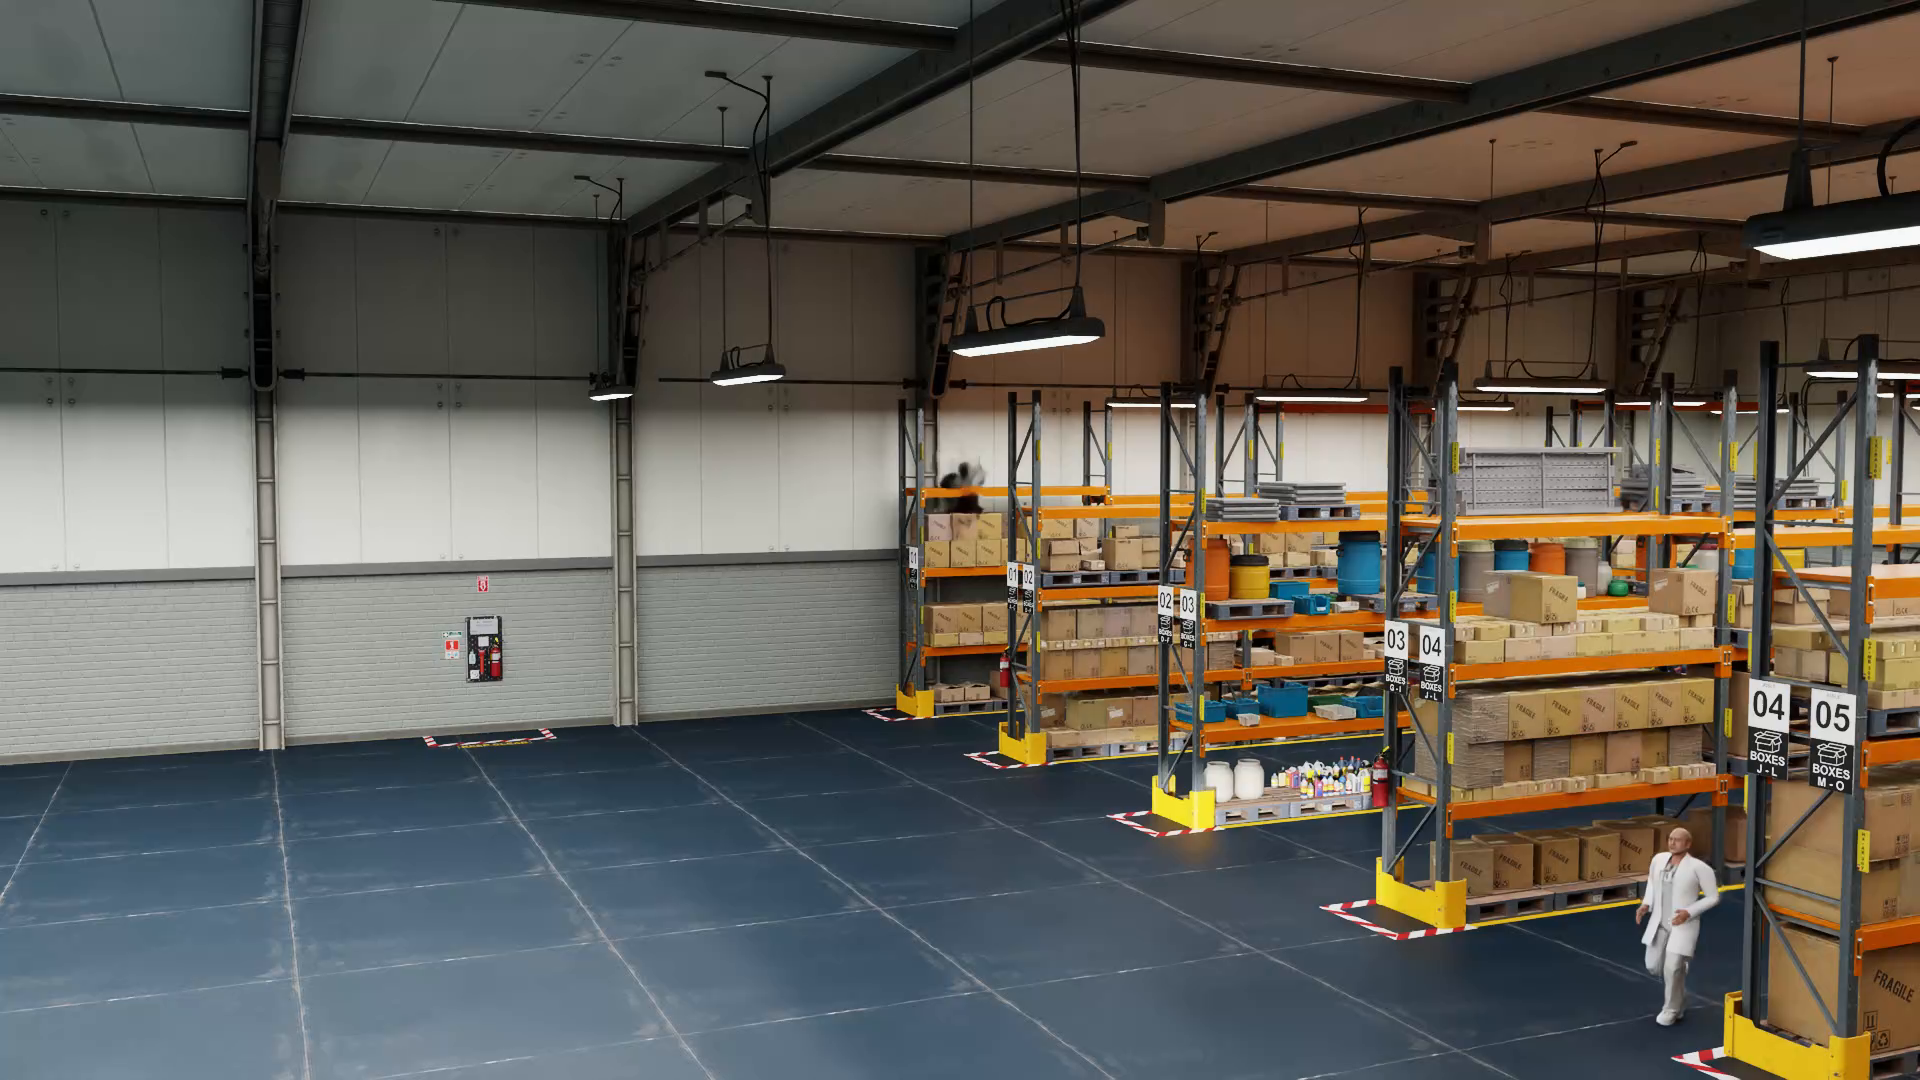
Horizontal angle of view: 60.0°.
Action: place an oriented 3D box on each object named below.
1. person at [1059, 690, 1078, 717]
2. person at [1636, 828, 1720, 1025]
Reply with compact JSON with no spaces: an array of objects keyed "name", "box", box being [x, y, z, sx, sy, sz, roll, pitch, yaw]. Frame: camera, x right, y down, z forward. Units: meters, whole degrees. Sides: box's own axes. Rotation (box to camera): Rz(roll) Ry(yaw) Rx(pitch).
[{"name":"person","box":[1.963,2.567,29.258,0.733,1.728,0.630,-2,4,-30]},{"name":"person","box":[6.418,3.434,14.875,0.640,1.737,0.709,-2,4,-36]}]
